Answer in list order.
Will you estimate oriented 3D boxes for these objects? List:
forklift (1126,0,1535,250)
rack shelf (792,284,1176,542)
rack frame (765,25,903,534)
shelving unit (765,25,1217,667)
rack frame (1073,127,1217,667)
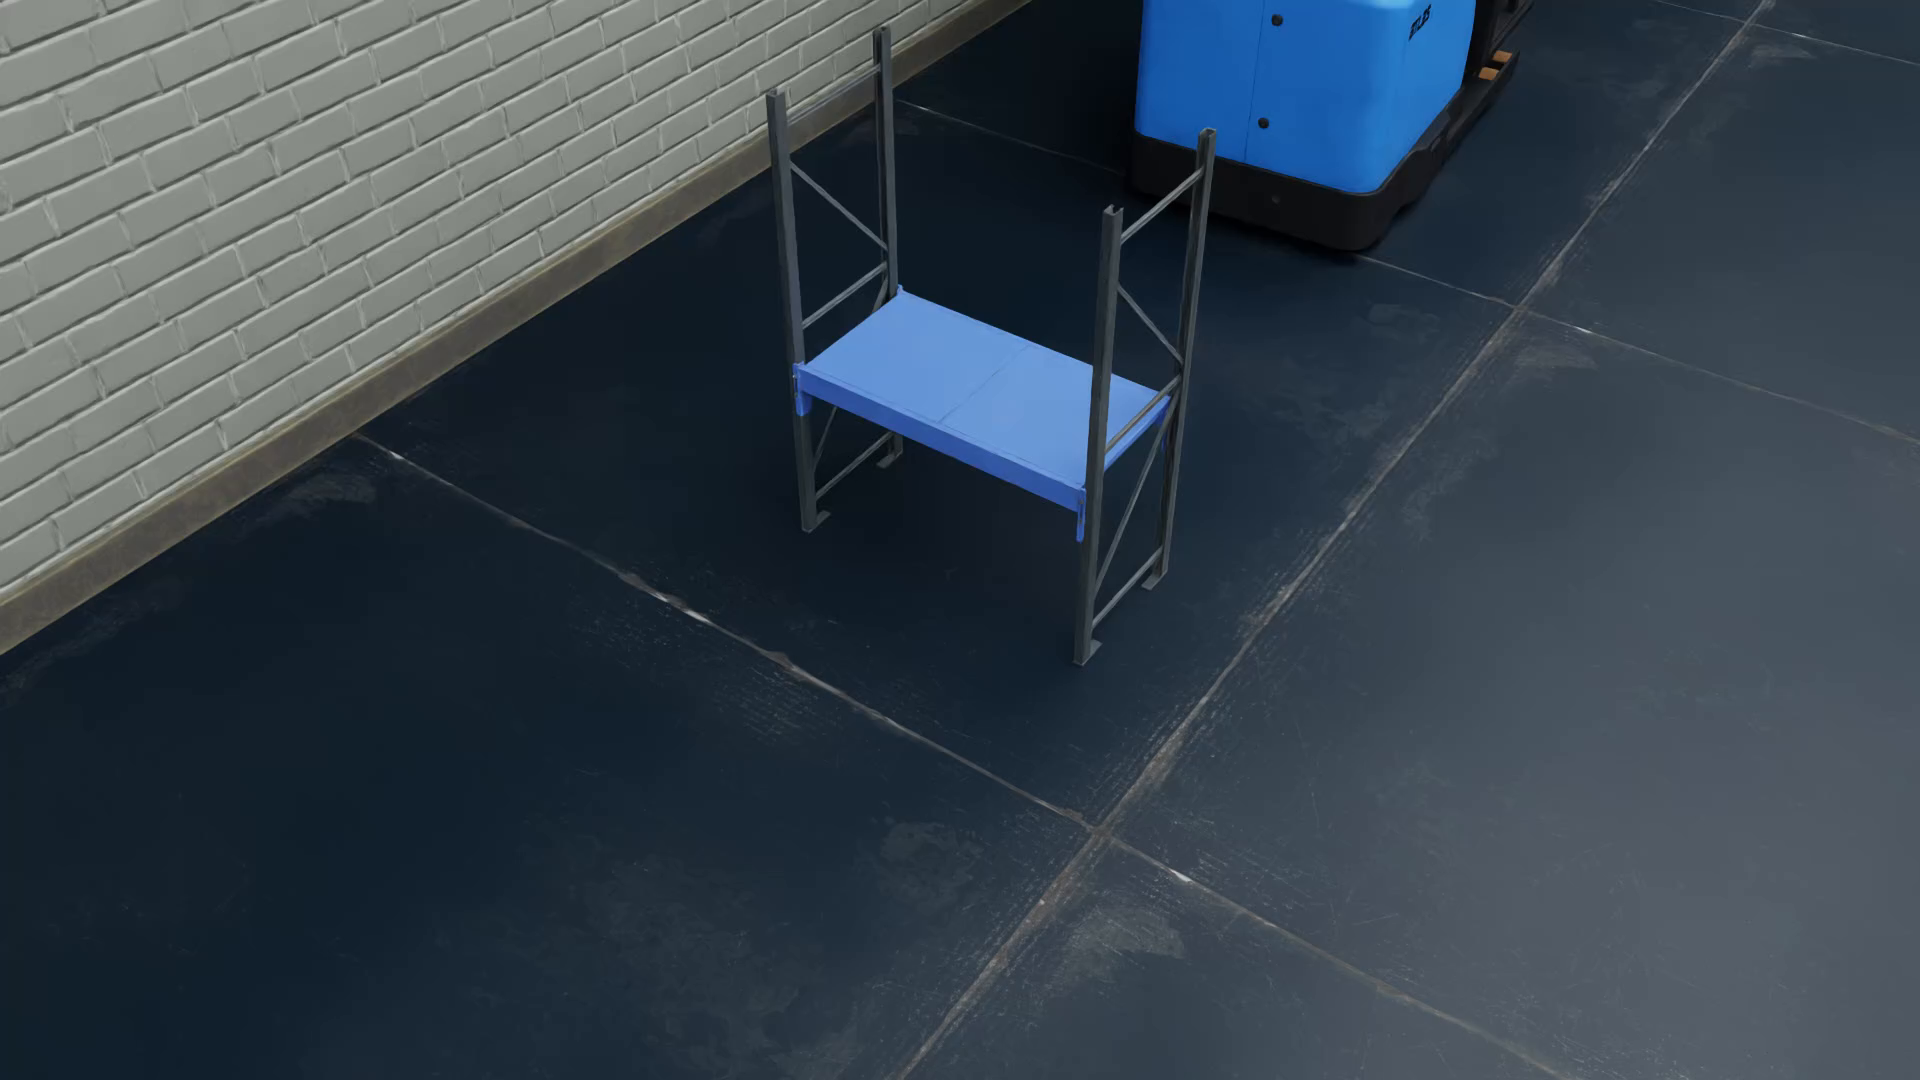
[{"bbox_3d":[1.866,-3.169,6.593,1.130,2.935,3.031,22,46,23],"label":"forklift"},{"bbox_3d":[0.070,-0.392,4.833,1.000,0.185,0.538,25,48,25],"label":"rack shelf"},{"bbox_3d":[-0.346,-0.721,4.931,0.032,1.500,0.500,25,48,25],"label":"rack frame"},{"bbox_3d":[0.070,-0.526,4.713,1.048,1.500,0.538,25,48,25],"label":"shelving unit"},{"bbox_3d":[0.486,-0.332,4.496,0.032,1.500,0.500,25,48,25],"label":"rack frame"}]
